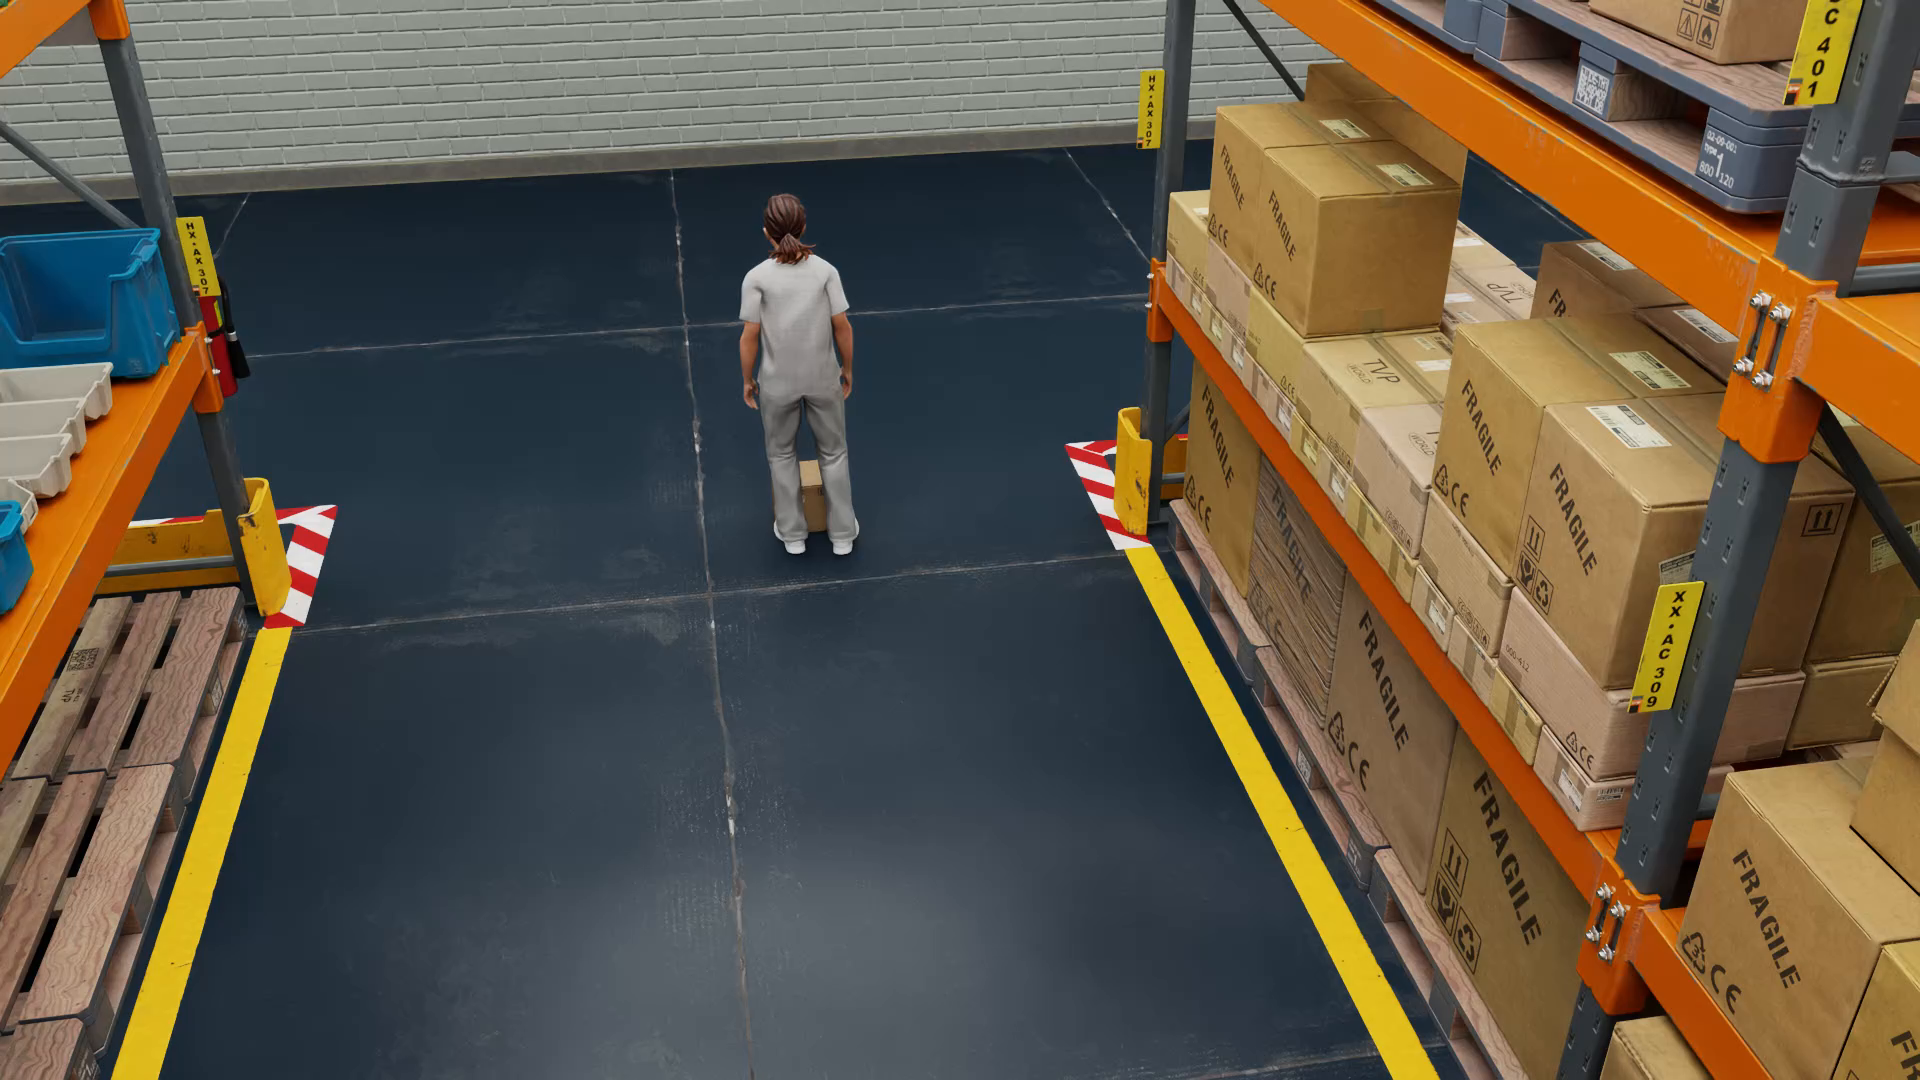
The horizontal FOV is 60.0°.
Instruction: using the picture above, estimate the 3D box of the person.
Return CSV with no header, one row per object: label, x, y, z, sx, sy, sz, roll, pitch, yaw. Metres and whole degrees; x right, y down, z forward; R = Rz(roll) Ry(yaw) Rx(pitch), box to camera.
person,-0.708,-0.704,7.315,0.504,1.673,0.403,-6,31,-10
